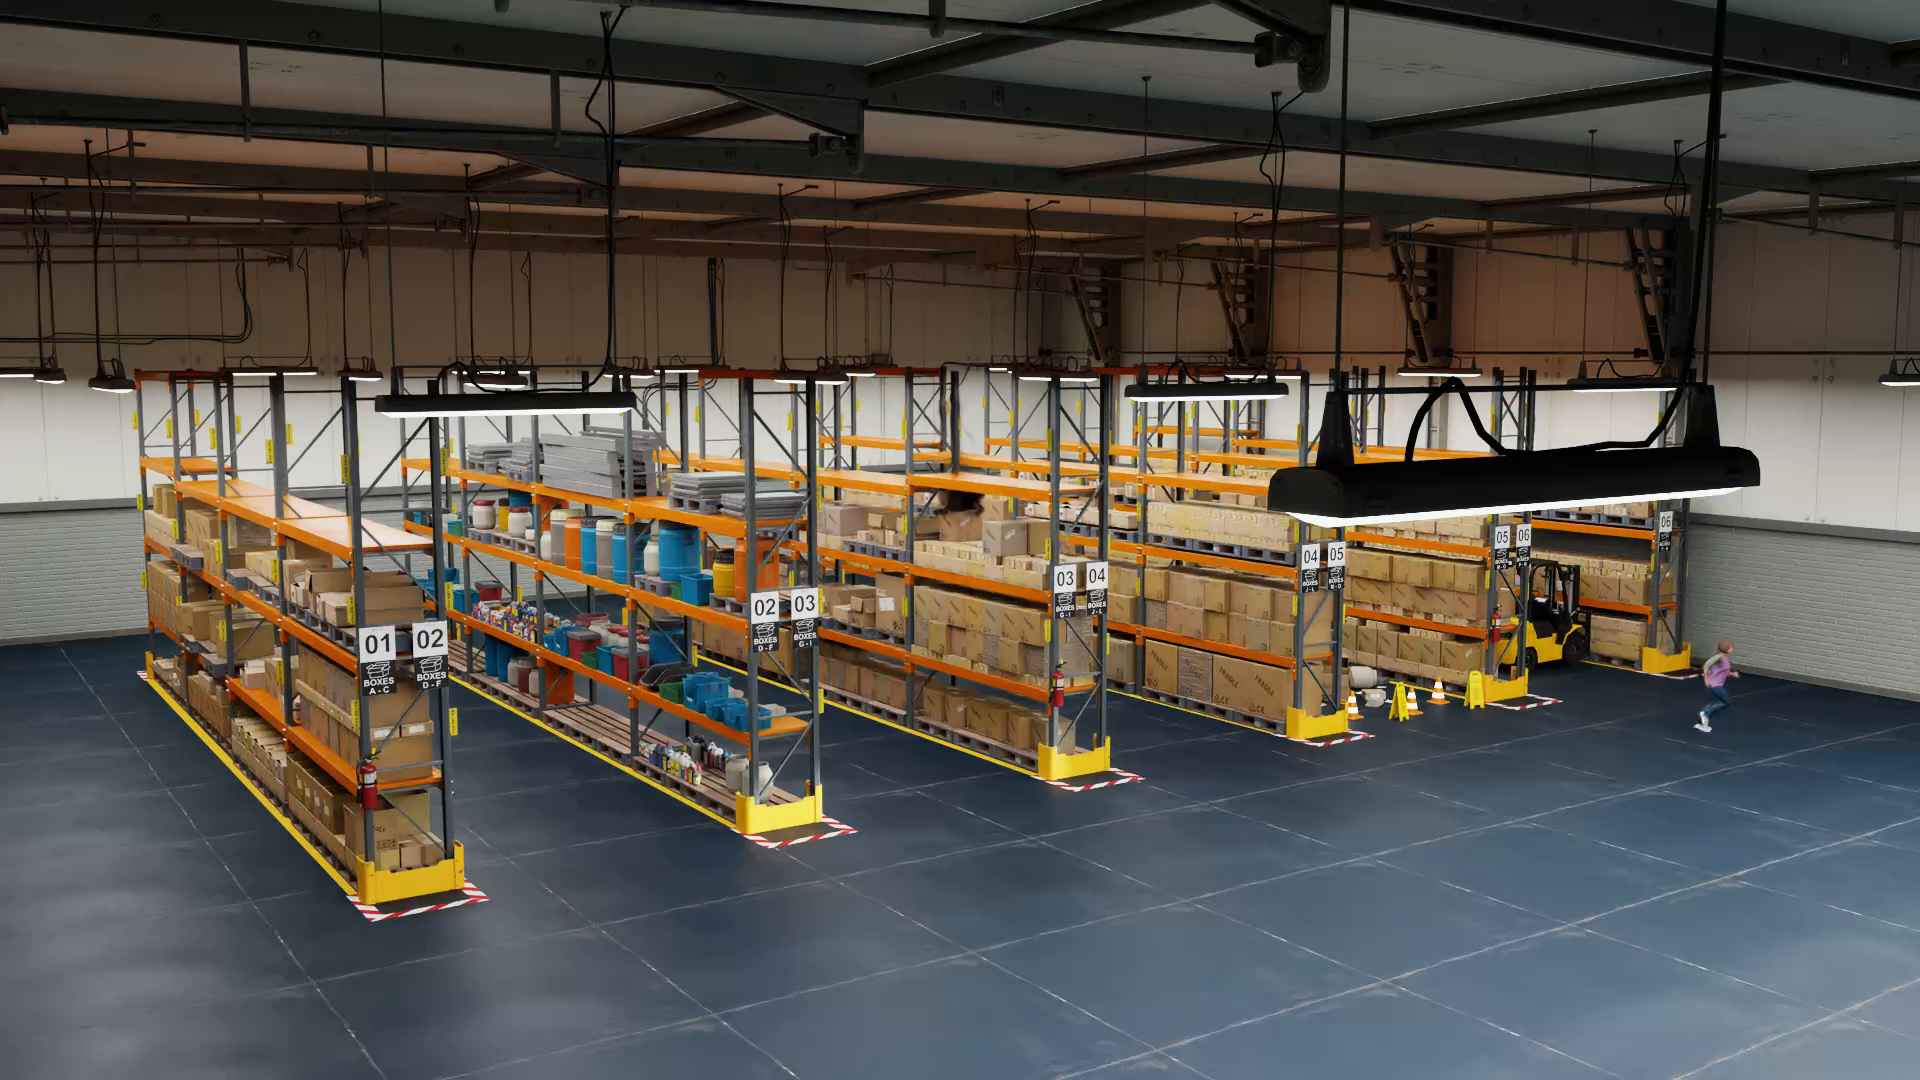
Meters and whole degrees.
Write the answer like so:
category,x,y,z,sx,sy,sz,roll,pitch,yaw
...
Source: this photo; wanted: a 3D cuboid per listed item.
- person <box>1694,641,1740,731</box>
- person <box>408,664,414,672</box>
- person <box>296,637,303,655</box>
category,x,y,z,sx,sy,sz,roll,pitch,yaw
person,12.624,2.431,27.714,0.659,1.541,0.504,4,8,31
person,-9.492,2.210,29.326,0.587,1.634,0.583,-5,8,-38
person,-12.655,1.863,32.211,0.650,1.719,0.933,-6,9,-43
